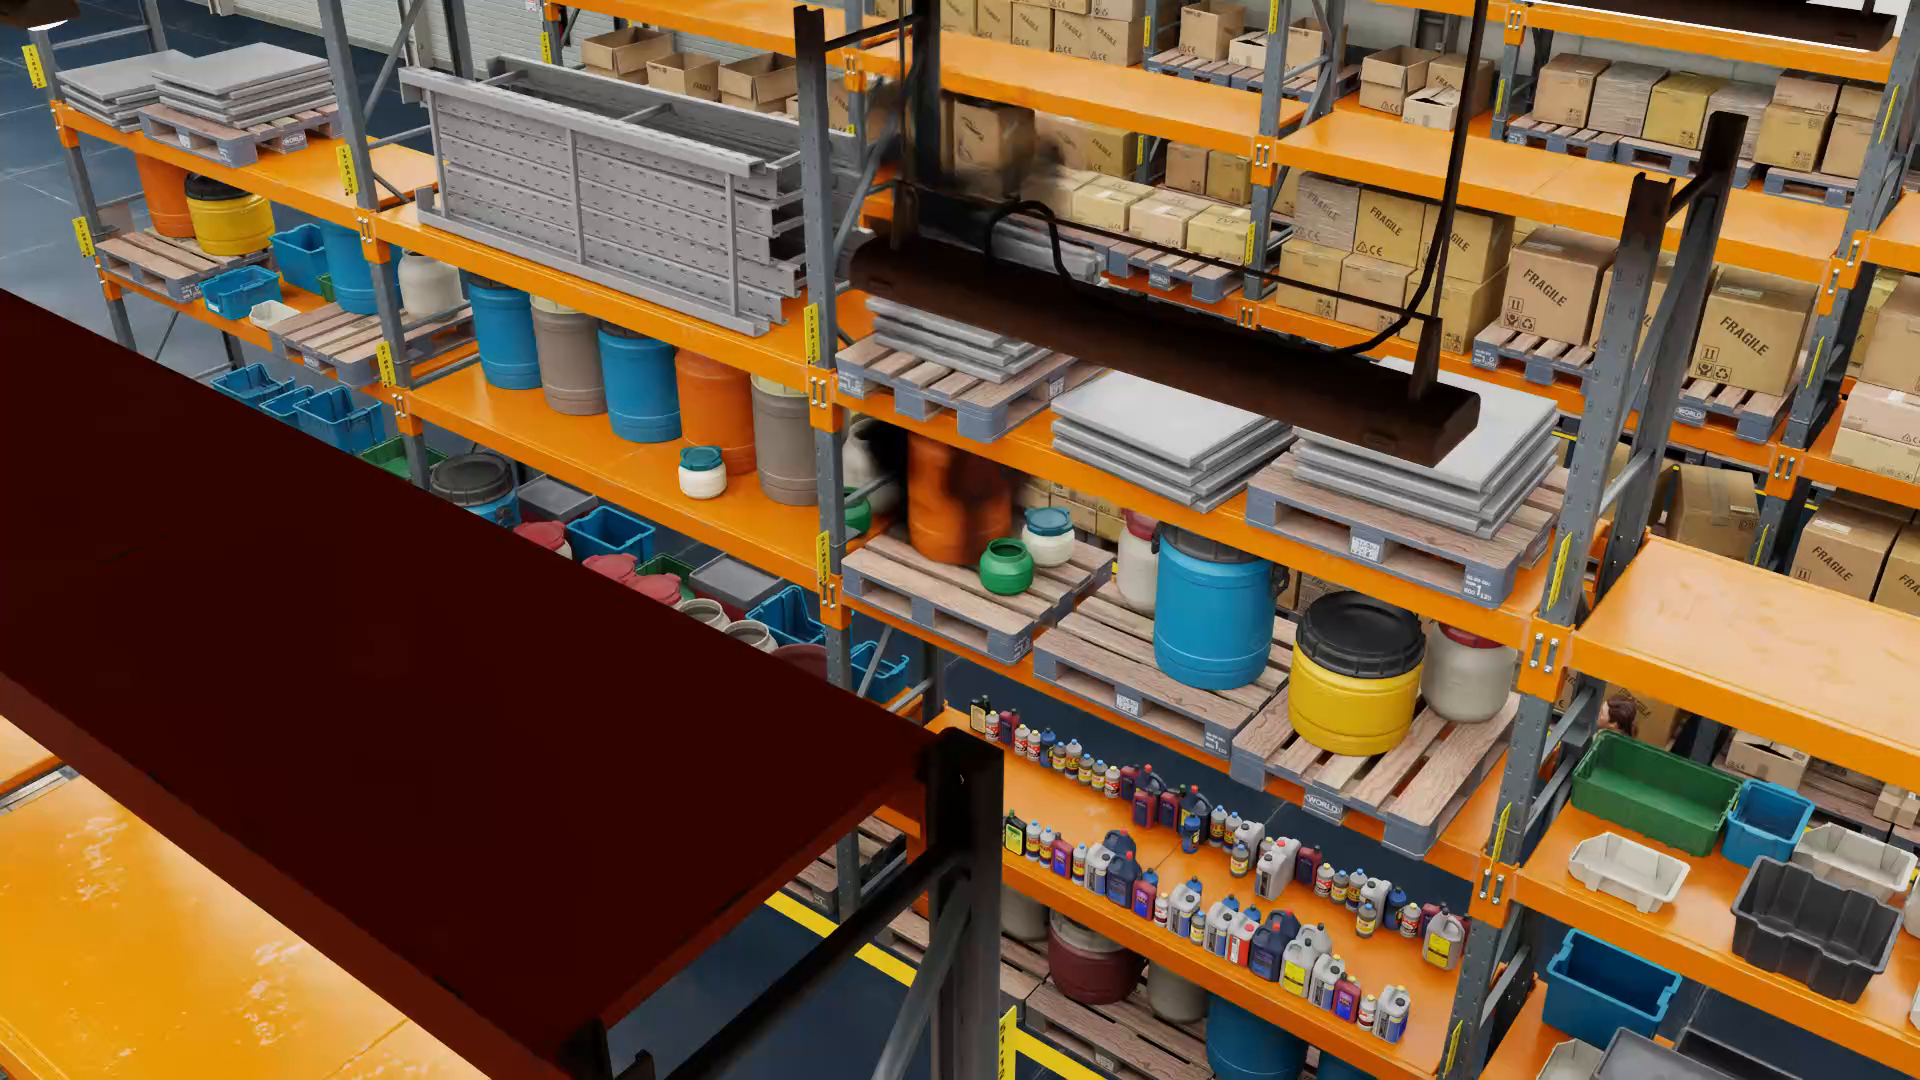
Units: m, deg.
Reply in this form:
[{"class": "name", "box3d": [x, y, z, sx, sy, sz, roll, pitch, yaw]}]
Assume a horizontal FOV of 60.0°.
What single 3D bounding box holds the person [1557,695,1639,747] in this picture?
[{"class": "person", "box3d": [4.178, 1.707, 10.825, 0.968, 1.662, 0.570, 13, 34, 20]}]
